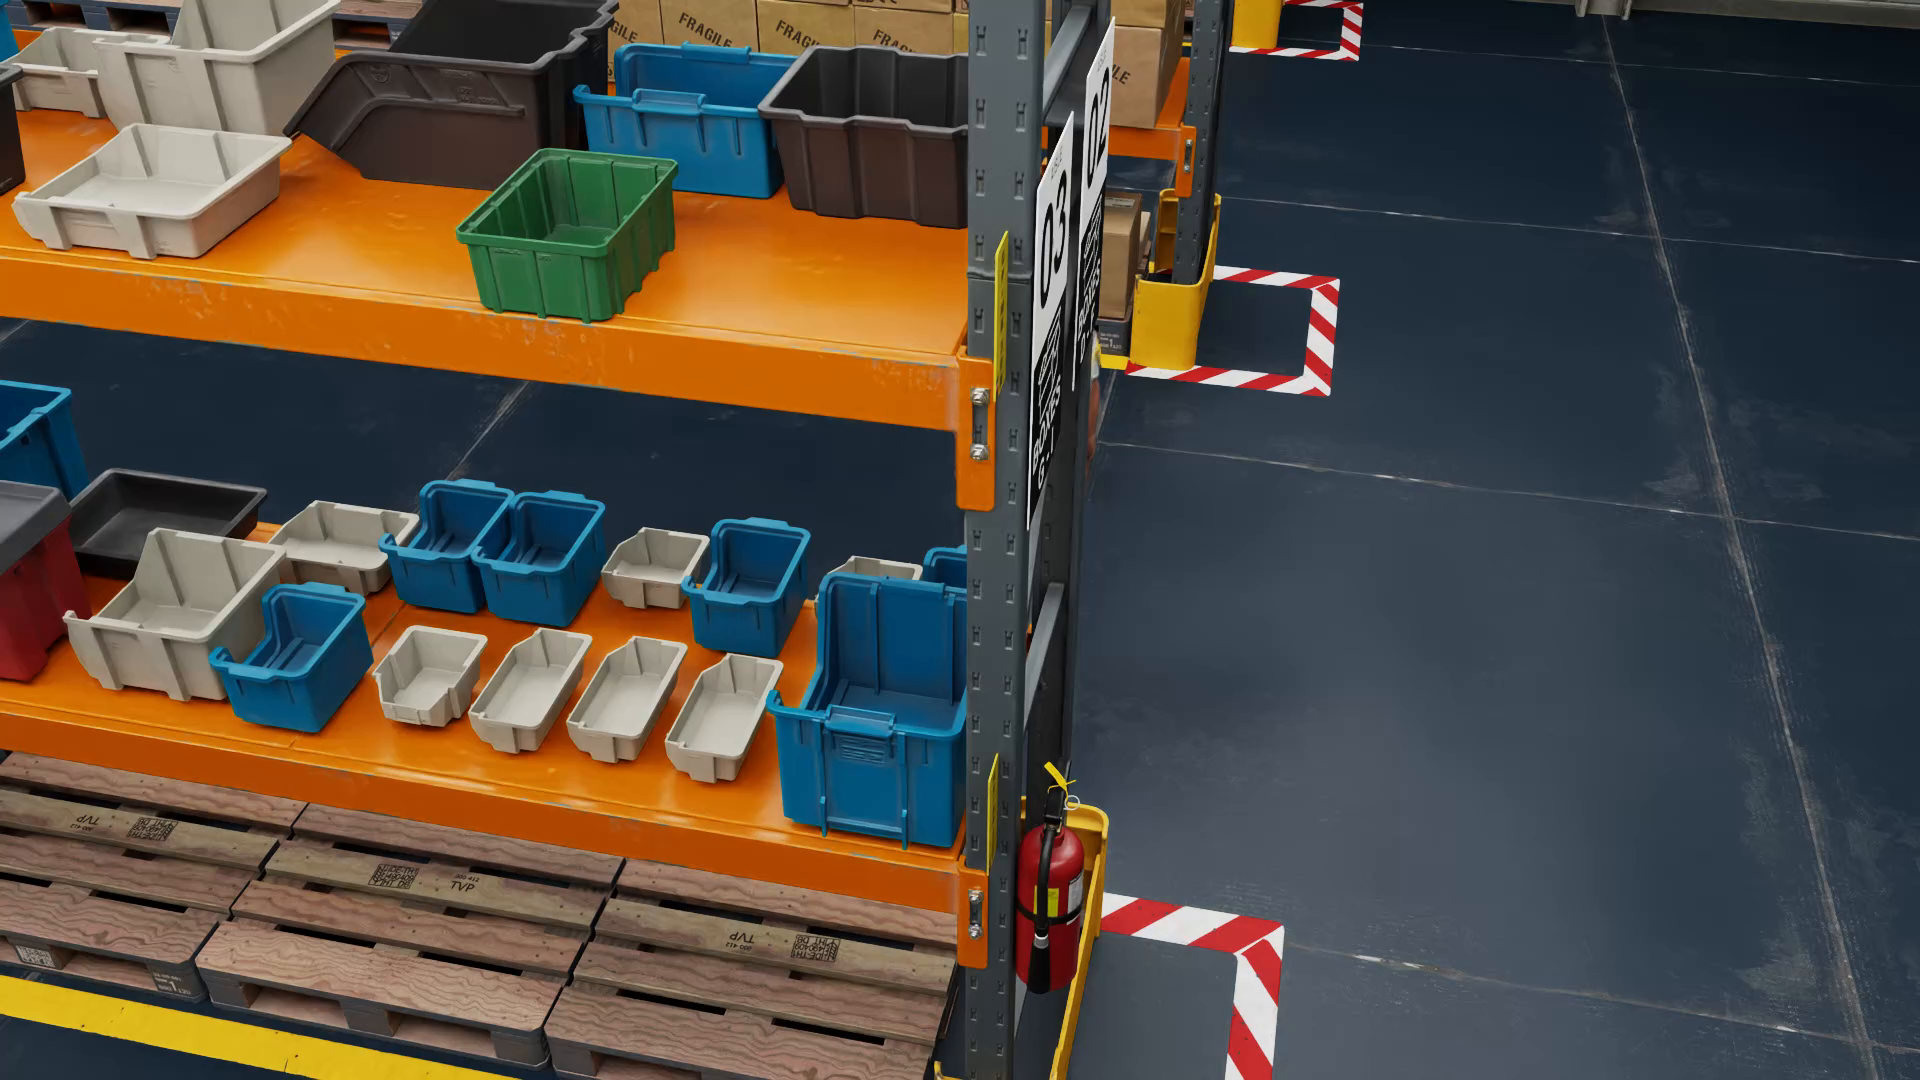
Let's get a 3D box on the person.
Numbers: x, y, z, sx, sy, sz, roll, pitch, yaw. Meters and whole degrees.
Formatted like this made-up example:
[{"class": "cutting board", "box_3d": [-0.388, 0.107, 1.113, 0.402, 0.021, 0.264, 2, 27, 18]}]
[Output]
[{"class": "person", "box_3d": [0.282, -0.457, 6.747, 0.549, 1.711, 0.879, 10, 38, 13]}]
